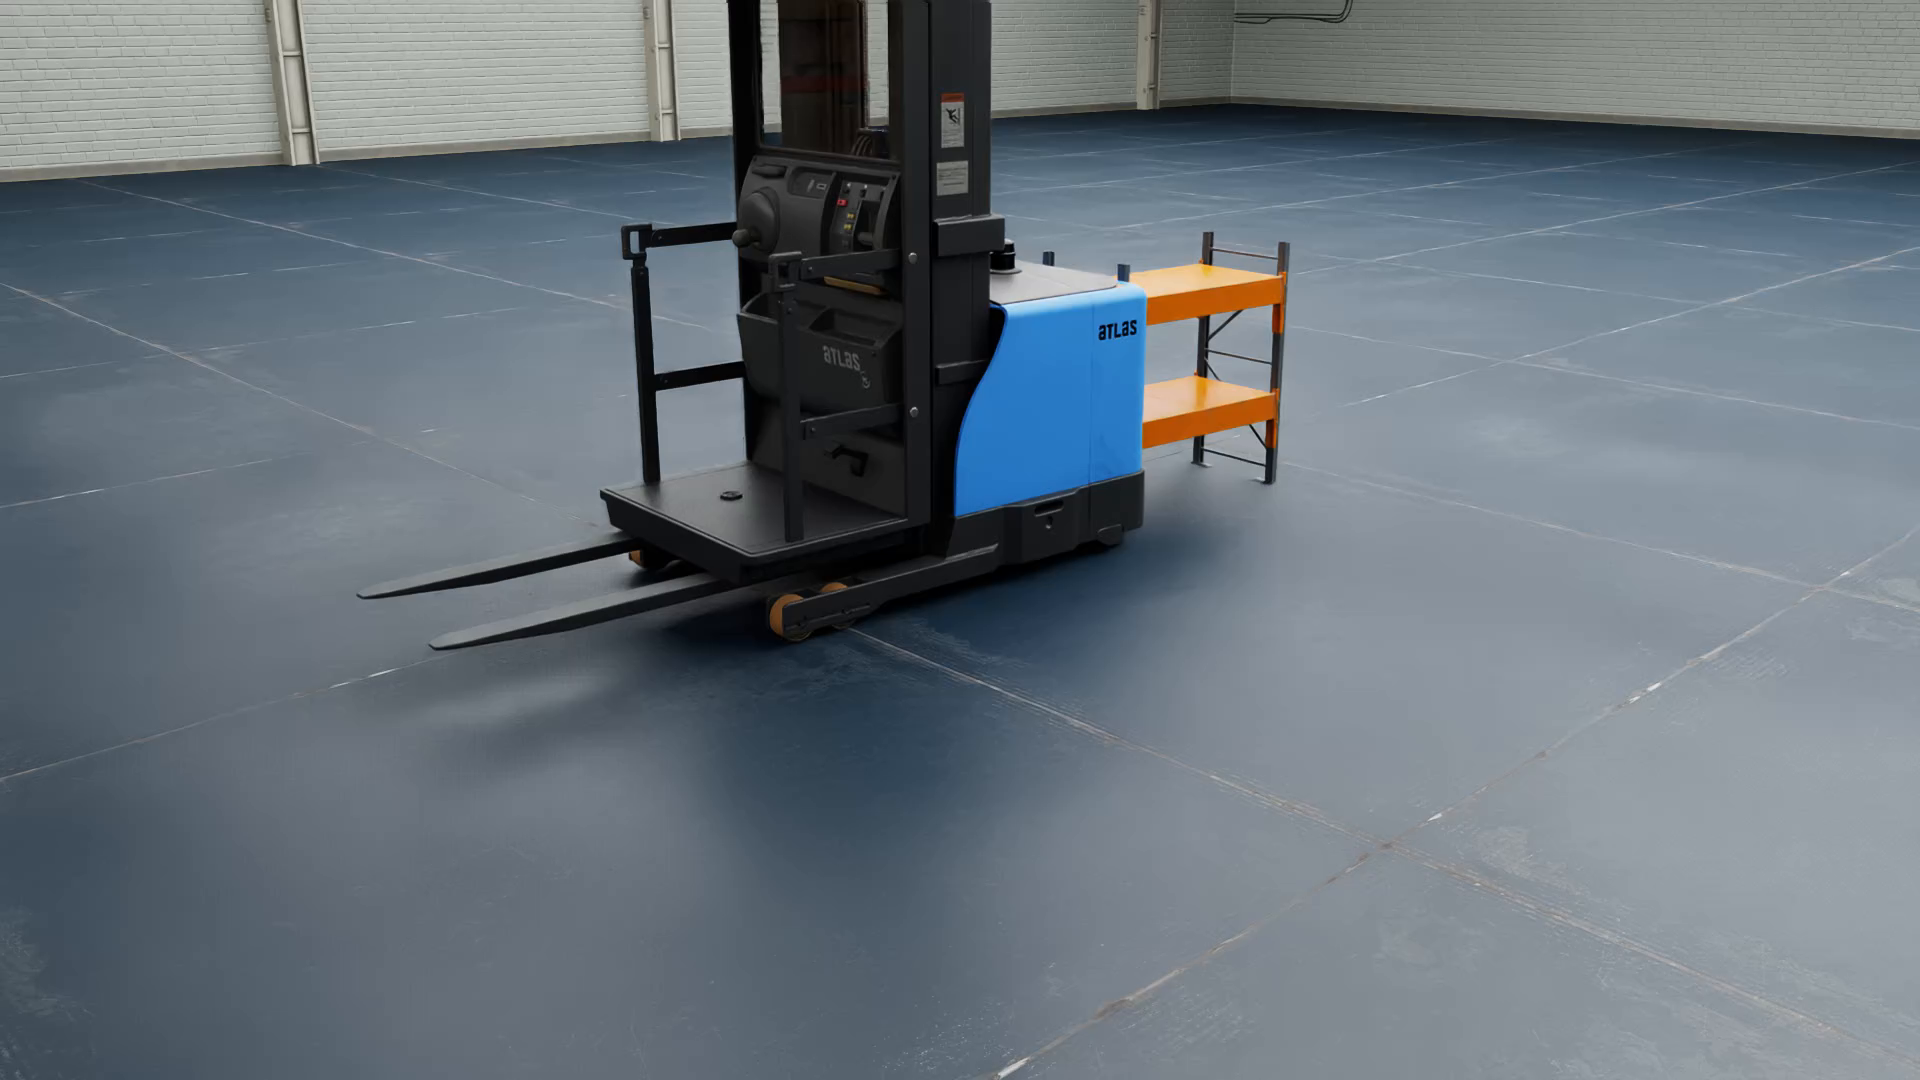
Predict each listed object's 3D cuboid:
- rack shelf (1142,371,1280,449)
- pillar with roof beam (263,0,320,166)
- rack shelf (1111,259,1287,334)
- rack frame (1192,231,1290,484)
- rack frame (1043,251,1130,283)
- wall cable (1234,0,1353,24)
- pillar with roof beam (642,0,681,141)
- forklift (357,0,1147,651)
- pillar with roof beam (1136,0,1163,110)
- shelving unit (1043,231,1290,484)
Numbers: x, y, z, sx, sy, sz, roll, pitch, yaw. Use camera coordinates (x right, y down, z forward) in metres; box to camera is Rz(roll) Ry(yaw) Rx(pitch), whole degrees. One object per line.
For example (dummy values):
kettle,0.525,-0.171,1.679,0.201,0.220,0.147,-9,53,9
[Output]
rack shelf,0.920,-0.525,7.573,1.000,0.278,0.538,-14,23,-37
pillar with roof beam,-6.188,-8.542,18.741,0.400,9.000,9.100,-16,24,-41
rack shelf,0.920,-1.036,7.407,1.000,0.278,0.538,-14,23,-37
rack frame,1.312,-0.858,7.806,0.032,1.125,0.500,-14,23,-37
rack frame,0.529,-0.657,7.189,0.032,1.125,0.500,-14,23,-37
wall cable,6.982,-12.172,34.971,0.112,2.526,3.097,-16,24,-41
pillar with roof beam,-1.829,-9.814,22.662,0.400,9.000,9.100,-16,24,-41
forklift,-0.691,-1.218,5.988,3.031,2.935,1.130,-14,23,-37
pillar with roof beam,6.891,-12.356,30.505,0.400,9.000,9.100,-16,24,-41
shelving unit,0.920,-0.758,7.498,1.048,1.125,0.538,-14,23,-37
